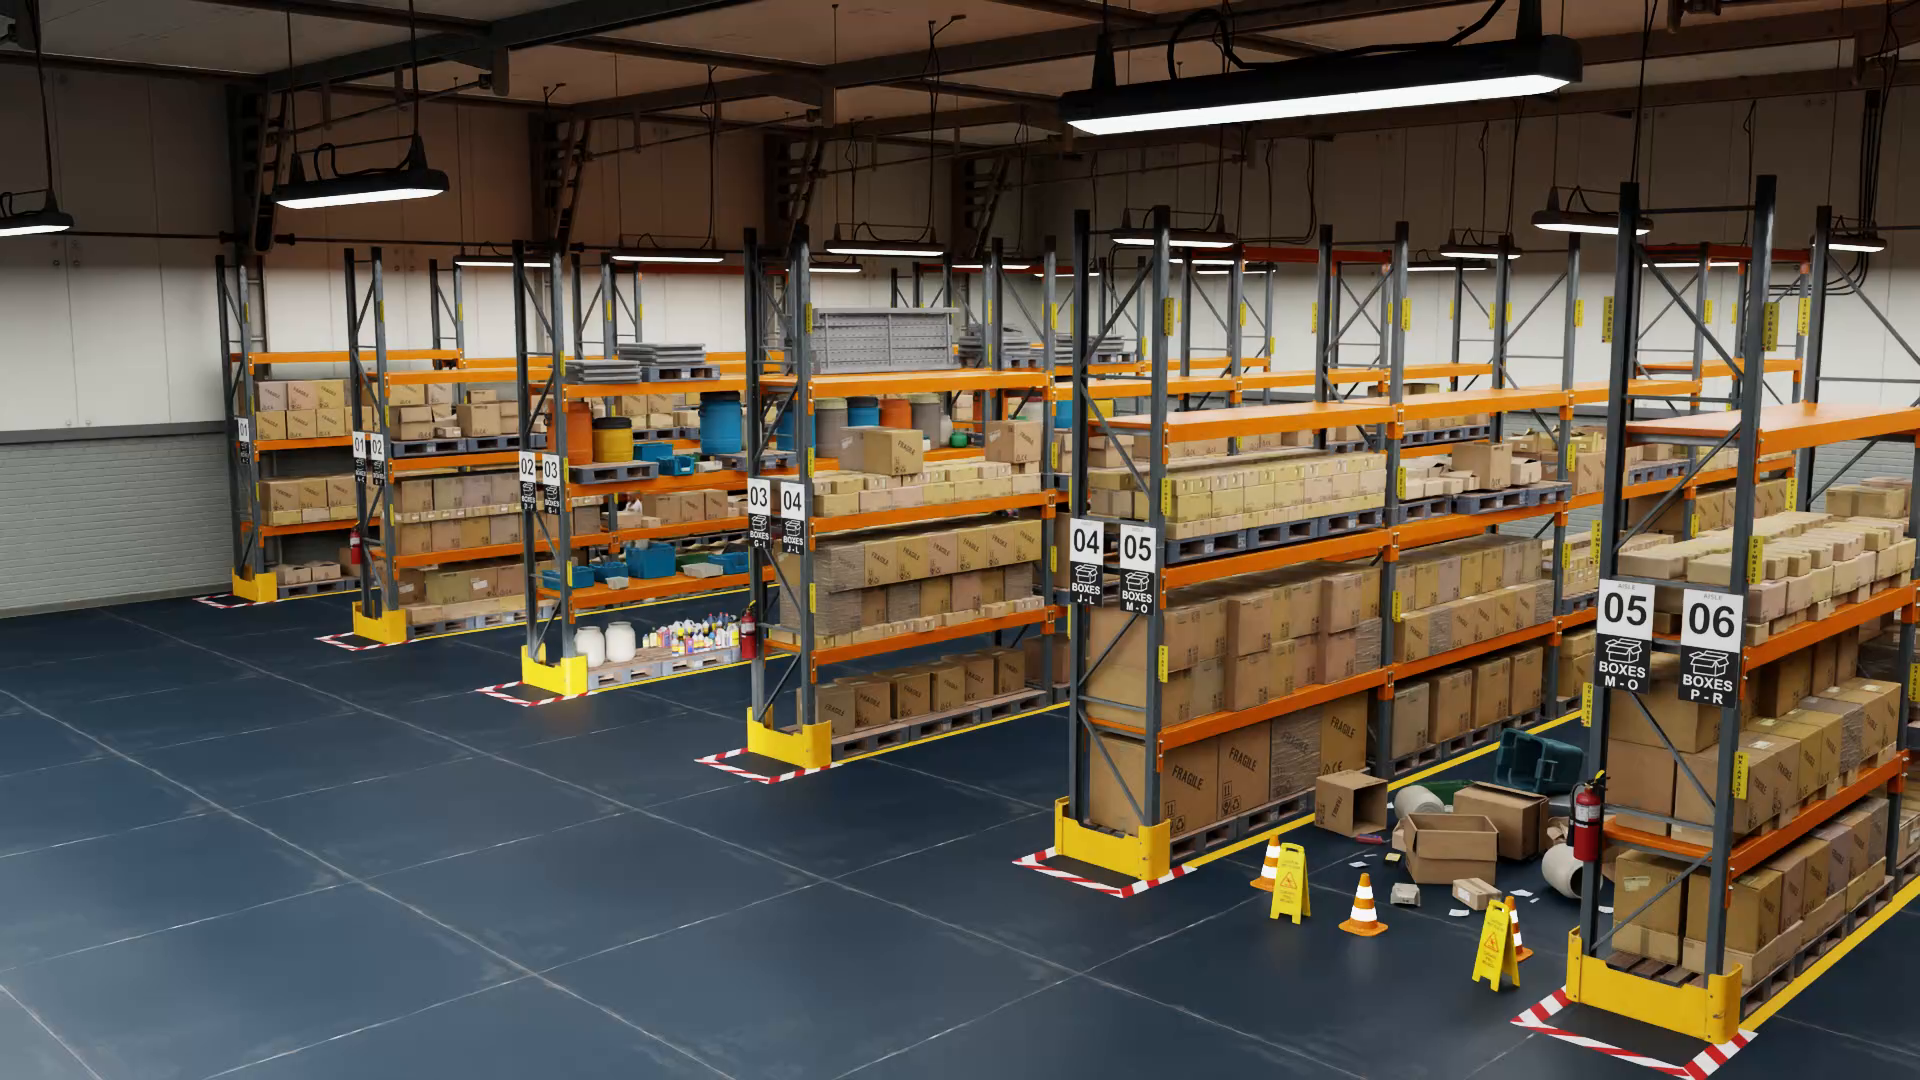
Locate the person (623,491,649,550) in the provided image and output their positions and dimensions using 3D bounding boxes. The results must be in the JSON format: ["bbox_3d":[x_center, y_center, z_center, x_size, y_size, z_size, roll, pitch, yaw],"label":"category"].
[{"bbox_3d":[-5.993,-0.101,31.124,0.673,1.765,0.740,5,10,34],"label":"person"}]

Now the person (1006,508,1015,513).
[{"bbox_3d":[0.981,-0.280,32.235,1.061,1.724,0.648,-7,11,-42],"label":"person"}]
